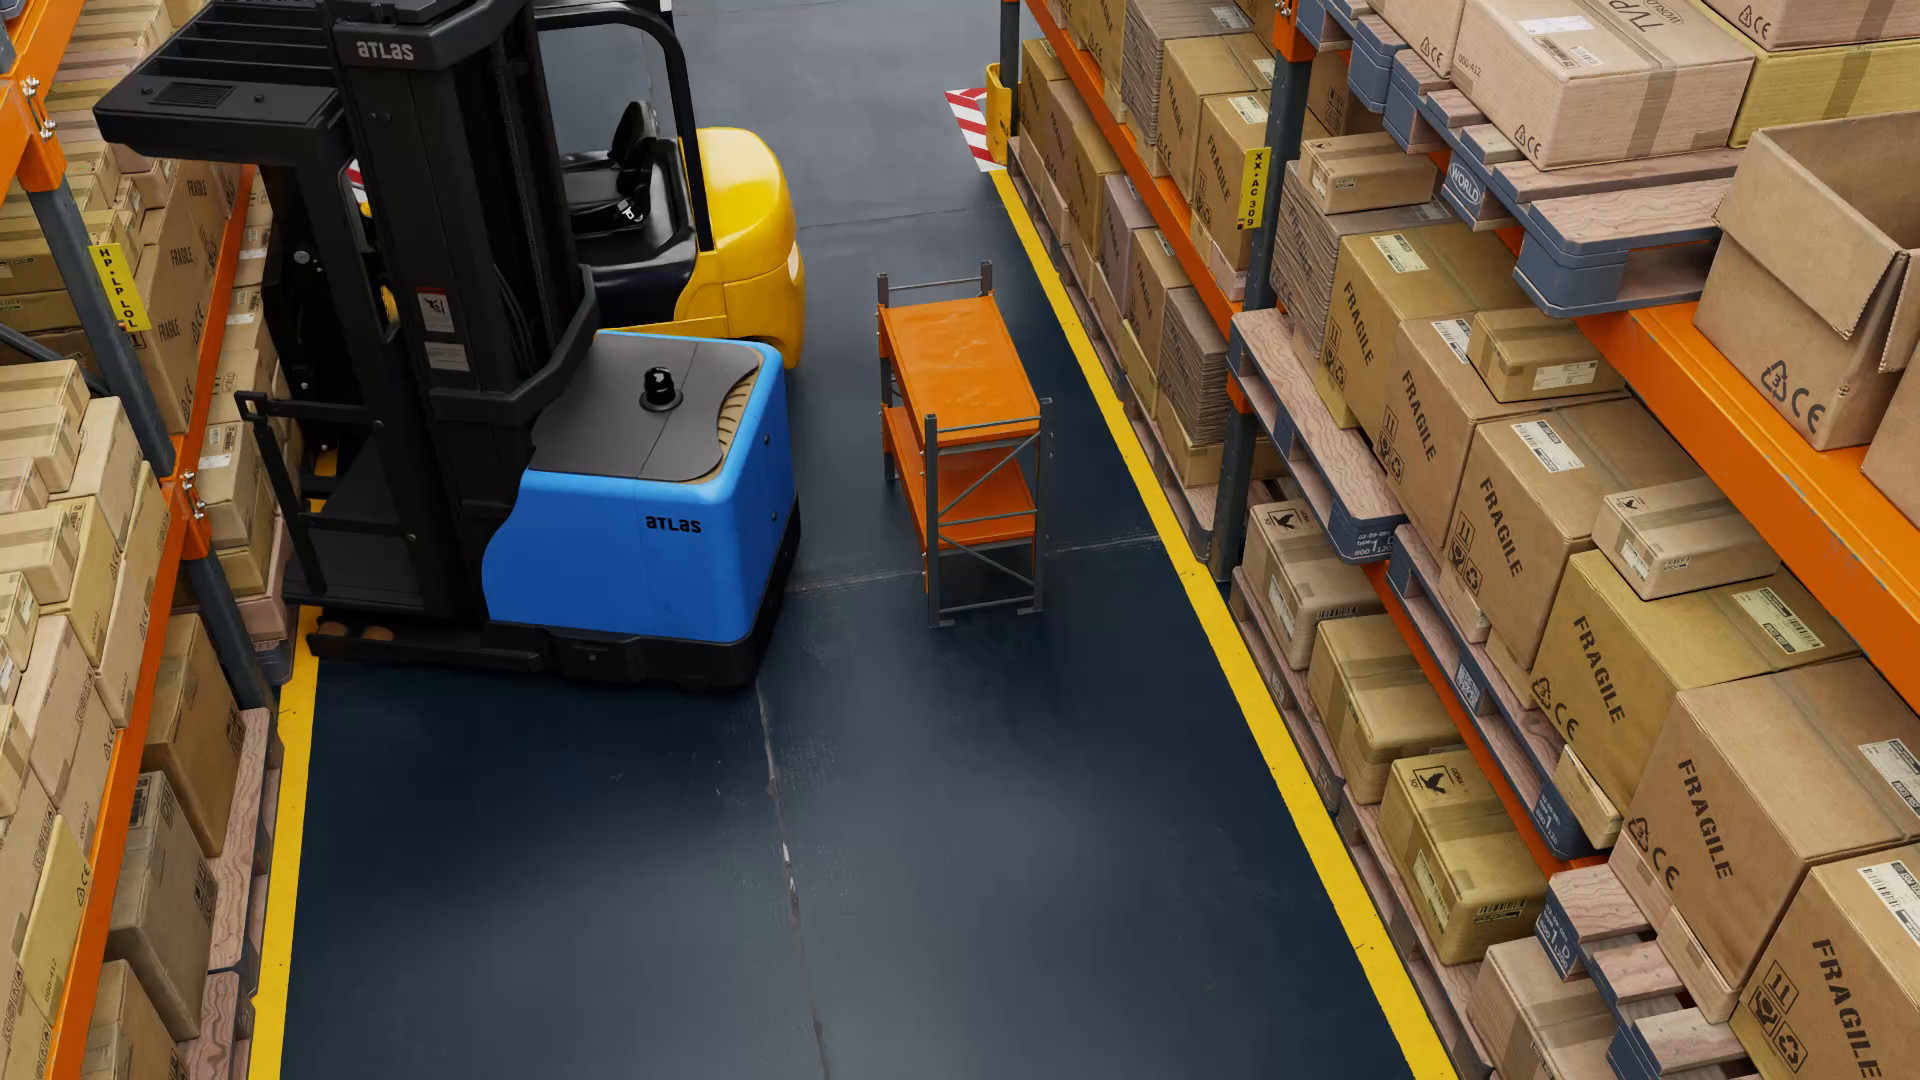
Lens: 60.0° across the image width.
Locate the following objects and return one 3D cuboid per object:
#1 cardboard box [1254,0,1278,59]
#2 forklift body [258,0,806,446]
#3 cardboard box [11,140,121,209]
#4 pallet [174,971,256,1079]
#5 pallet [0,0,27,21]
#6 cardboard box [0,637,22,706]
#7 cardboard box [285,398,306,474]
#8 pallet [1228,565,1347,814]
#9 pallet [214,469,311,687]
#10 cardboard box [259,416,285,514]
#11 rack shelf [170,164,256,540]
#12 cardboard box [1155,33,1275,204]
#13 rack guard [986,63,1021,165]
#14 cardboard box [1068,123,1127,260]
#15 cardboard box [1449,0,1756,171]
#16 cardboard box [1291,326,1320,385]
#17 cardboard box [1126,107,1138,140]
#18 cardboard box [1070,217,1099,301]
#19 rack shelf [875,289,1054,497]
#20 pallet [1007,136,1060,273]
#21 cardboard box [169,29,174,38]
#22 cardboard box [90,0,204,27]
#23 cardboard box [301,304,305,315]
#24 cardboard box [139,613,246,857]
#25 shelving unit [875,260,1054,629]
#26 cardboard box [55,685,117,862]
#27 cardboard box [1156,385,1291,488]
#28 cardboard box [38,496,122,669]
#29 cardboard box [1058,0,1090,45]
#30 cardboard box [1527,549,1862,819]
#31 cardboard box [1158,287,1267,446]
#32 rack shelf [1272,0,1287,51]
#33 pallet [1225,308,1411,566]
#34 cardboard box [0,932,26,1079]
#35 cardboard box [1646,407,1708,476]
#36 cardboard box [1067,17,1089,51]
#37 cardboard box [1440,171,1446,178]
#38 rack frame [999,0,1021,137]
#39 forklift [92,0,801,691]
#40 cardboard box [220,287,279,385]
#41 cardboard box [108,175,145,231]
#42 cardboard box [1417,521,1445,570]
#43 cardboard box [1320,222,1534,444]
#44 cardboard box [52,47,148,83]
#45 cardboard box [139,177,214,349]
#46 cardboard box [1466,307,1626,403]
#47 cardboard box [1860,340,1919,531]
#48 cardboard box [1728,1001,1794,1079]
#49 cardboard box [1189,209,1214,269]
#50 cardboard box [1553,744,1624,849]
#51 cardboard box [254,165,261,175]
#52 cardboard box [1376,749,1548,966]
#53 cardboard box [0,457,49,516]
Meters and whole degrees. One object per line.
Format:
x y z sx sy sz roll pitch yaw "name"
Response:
1.630 -2.211 6.711 0.700 0.500 0.500 -8 42 -9 "cardboard box"
-1.917 -1.632 7.751 2.313 2.155 1.214 -8 42 -9 "forklift body"
-3.232 -1.286 5.933 0.380 0.149 0.250 -9 42 -10 "cardboard box"
-2.780 1.982 5.139 1.003 0.211 1.213 -8 42 -9 "pallet"
-3.454 -1.963 5.290 1.003 0.211 1.213 -8 42 -9 "pallet"
-2.649 0.409 4.248 0.380 0.149 0.250 -8 42 -9 "cardboard box"
-3.276 -0.472 7.559 0.500 0.250 0.500 -8 42 -9 "cardboard box"
1.771 0.509 6.799 1.003 0.211 1.213 -8 42 -9 "pallet"
-3.375 0.197 7.151 1.003 0.211 1.213 -8 42 -9 "pallet"
-3.158 -0.324 7.016 0.500 0.250 0.500 -9 42 -10 "cardboard box"
-3.676 -1.352 7.337 1.077 0.370 4.000 -8 42 -9 "rack shelf"
1.145 -1.772 6.969 0.500 0.500 0.500 -7 42 -8 "cardboard box"
0.755 -2.647 10.137 1.175 0.500 0.348 -8 42 -9 "rack guard"
0.865 -1.798 8.488 0.500 0.500 0.500 -8 42 -8 "cardboard box"
1.577 -1.173 4.131 0.500 0.250 0.500 -9 42 -10 "cardboard box"
1.412 -0.698 5.931 0.380 0.149 0.250 -8 42 -9 "cardboard box"
0.986 -1.937 7.644 0.380 0.149 0.250 -9 42 -10 "cardboard box"
0.875 -1.514 8.732 0.500 0.250 0.500 -6 42 -6 "cardboard box"
0.001 -0.635 6.959 0.538 0.278 1.000 -8 42 -9 "rack shelf"
0.896 -2.007 9.634 1.003 0.211 1.213 -8 42 -9 "pallet"
-3.493 -2.010 6.973 0.380 0.149 0.250 -9 42 -10 "cardboard box"
-3.451 -2.294 7.068 0.380 0.149 0.250 -8 42 -8 "cardboard box"
-3.468 -1.304 8.120 0.500 0.250 0.500 -9 42 -10 "cardboard box"
-3.121 0.743 5.908 0.875 0.625 0.625 -7 42 -7 "cardboard box"
0.001 -0.416 7.153 0.538 1.125 1.048 -8 42 -9 "shelving unit"
-2.689 0.672 4.628 0.500 0.250 0.500 -8 42 -9 "cardboard box"
1.212 -0.512 7.604 0.500 0.250 0.500 -7 42 -7 "cardboard box"
-2.771 0.158 4.830 0.500 0.250 0.500 -9 42 -10 "cardboard box"
0.796 -2.768 8.091 0.500 0.500 0.500 -9 42 -10 "cardboard box"
1.863 0.333 4.281 0.500 0.500 0.500 -11 43 -12 "cardboard box"
1.212 -0.793 7.355 0.500 0.500 0.500 -9 42 -10 "cardboard box"
1.170 -3.188 7.146 1.077 0.370 4.000 -8 42 -9 "rack shelf"
1.625 -0.450 5.924 1.003 0.211 1.213 -8 42 -9 "pallet"
-2.440 1.148 3.715 0.500 0.250 0.500 -9 42 -10 "cardboard box"
2.253 -0.081 4.748 0.500 0.500 0.500 -10 43 -11 "cardboard box"
0.754 -2.608 8.400 0.380 0.149 0.250 -7 42 -8 "cardboard box"
1.925 -1.078 5.870 0.500 0.500 0.500 -9 42 -10 "cardboard box"
0.738 -3.631 9.363 1.000 3.000 0.127 -8 42 -9 "rack frame"
-2.271 -0.919 6.359 3.031 2.935 1.130 5 42 6 "forklift"
-3.261 -0.840 7.220 0.500 0.250 0.500 -7 42 -8 "cardboard box"
-3.197 -1.182 6.039 0.380 0.149 0.250 -8 42 -9 "cardboard box"
1.660 -0.029 5.178 0.380 0.149 0.250 -8 42 -9 "cardboard box"
1.532 -0.675 5.416 0.500 0.500 0.500 -8 42 -9 "cardboard box"
-3.379 -1.789 6.499 0.380 0.149 0.250 -9 42 -9 "cardboard box"
-3.214 -1.022 6.349 0.500 0.500 0.500 -8 42 -9 "cardboard box"
1.693 -0.542 4.778 0.380 0.149 0.250 -6 42 -7 "cardboard box"
2.270 -0.221 3.186 0.700 0.500 0.500 -8 42 -9 "cardboard box"
2.036 1.149 3.851 0.380 0.149 0.250 -8 42 -9 "cardboard box"
1.174 -1.270 6.892 0.380 0.149 0.250 -7 42 -8 "cardboard box"
1.818 0.651 4.411 0.380 0.149 0.250 -8 42 -9 "cardboard box"
-3.588 -1.836 8.343 0.500 0.250 0.500 -8 42 -8 "cardboard box"
2.028 1.043 5.760 0.950 0.372 0.625 -7 42 -8 "cardboard box"
-2.879 -0.084 4.803 0.380 0.149 0.250 -8 42 -9 "cardboard box"
